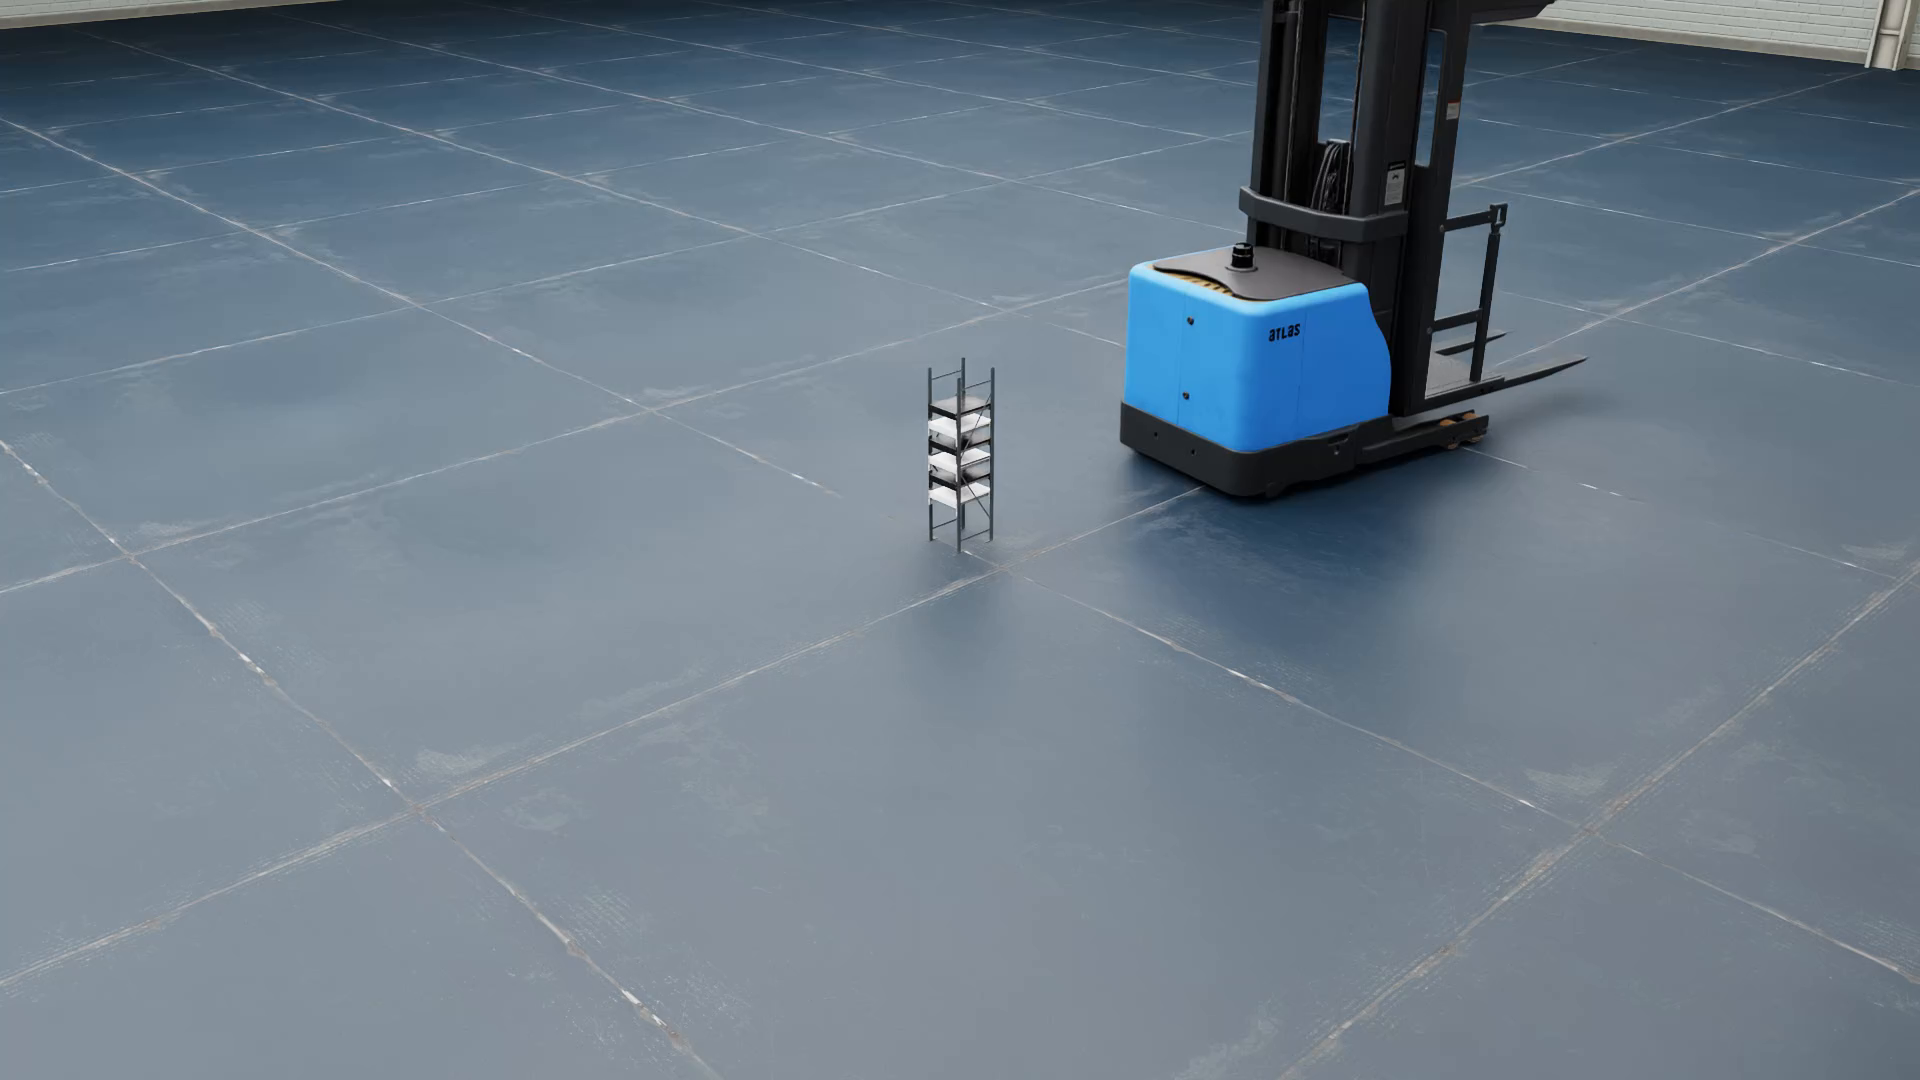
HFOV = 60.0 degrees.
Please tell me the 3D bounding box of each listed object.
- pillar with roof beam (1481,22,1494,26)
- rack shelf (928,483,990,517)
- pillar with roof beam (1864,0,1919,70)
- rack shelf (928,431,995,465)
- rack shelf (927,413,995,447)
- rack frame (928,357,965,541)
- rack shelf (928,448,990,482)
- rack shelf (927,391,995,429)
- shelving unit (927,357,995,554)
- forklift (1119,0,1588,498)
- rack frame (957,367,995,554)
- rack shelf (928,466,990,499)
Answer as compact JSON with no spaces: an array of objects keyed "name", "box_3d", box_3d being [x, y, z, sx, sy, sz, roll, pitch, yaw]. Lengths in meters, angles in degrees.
[{"name":"pillar with roof beam","box_3d":[4.918,-10.906,21.314,9.100,9.000,0.400,-21,32,-38]},{"name":"rack shelf","box_3d":[0.006,-0.213,8.146,0.258,0.077,0.200,-21,32,-38]},{"name":"pillar with roof beam","box_3d":[9.019,-9.088,17.329,9.100,9.000,0.400,-21,32,-38]},{"name":"rack shelf","box_3d":[0.006,-0.459,8.034,0.258,0.077,0.200,-21,32,-38]},{"name":"rack shelf","box_3d":[0.006,-0.540,7.997,0.258,0.077,0.200,-21,32,-38]},{"name":"rack frame","box_3d":[-0.064,-0.438,8.125,0.240,0.900,0.006,-21,32,-38]},{"name":"rack shelf","box_3d":[0.006,-0.377,8.072,0.258,0.077,0.200,-21,32,-38]},{"name":"rack shelf","box_3d":[0.006,-0.622,7.960,0.258,0.077,0.200,-21,32,-38]},{"name":"shelving unit","box_3d":[0.006,-0.407,8.058,0.258,0.900,0.210,-21,32,-38]},{"name":"forklift","box_3d":[2.398,-2.008,9.121,3.031,2.935,1.130,-16,29,-31]},{"name":"rack frame","box_3d":[0.075,-0.376,7.990,0.240,0.900,0.006,-21,32,-38]},{"name":"rack shelf","box_3d":[0.006,-0.295,8.109,0.258,0.077,0.200,-21,32,-38]}]
